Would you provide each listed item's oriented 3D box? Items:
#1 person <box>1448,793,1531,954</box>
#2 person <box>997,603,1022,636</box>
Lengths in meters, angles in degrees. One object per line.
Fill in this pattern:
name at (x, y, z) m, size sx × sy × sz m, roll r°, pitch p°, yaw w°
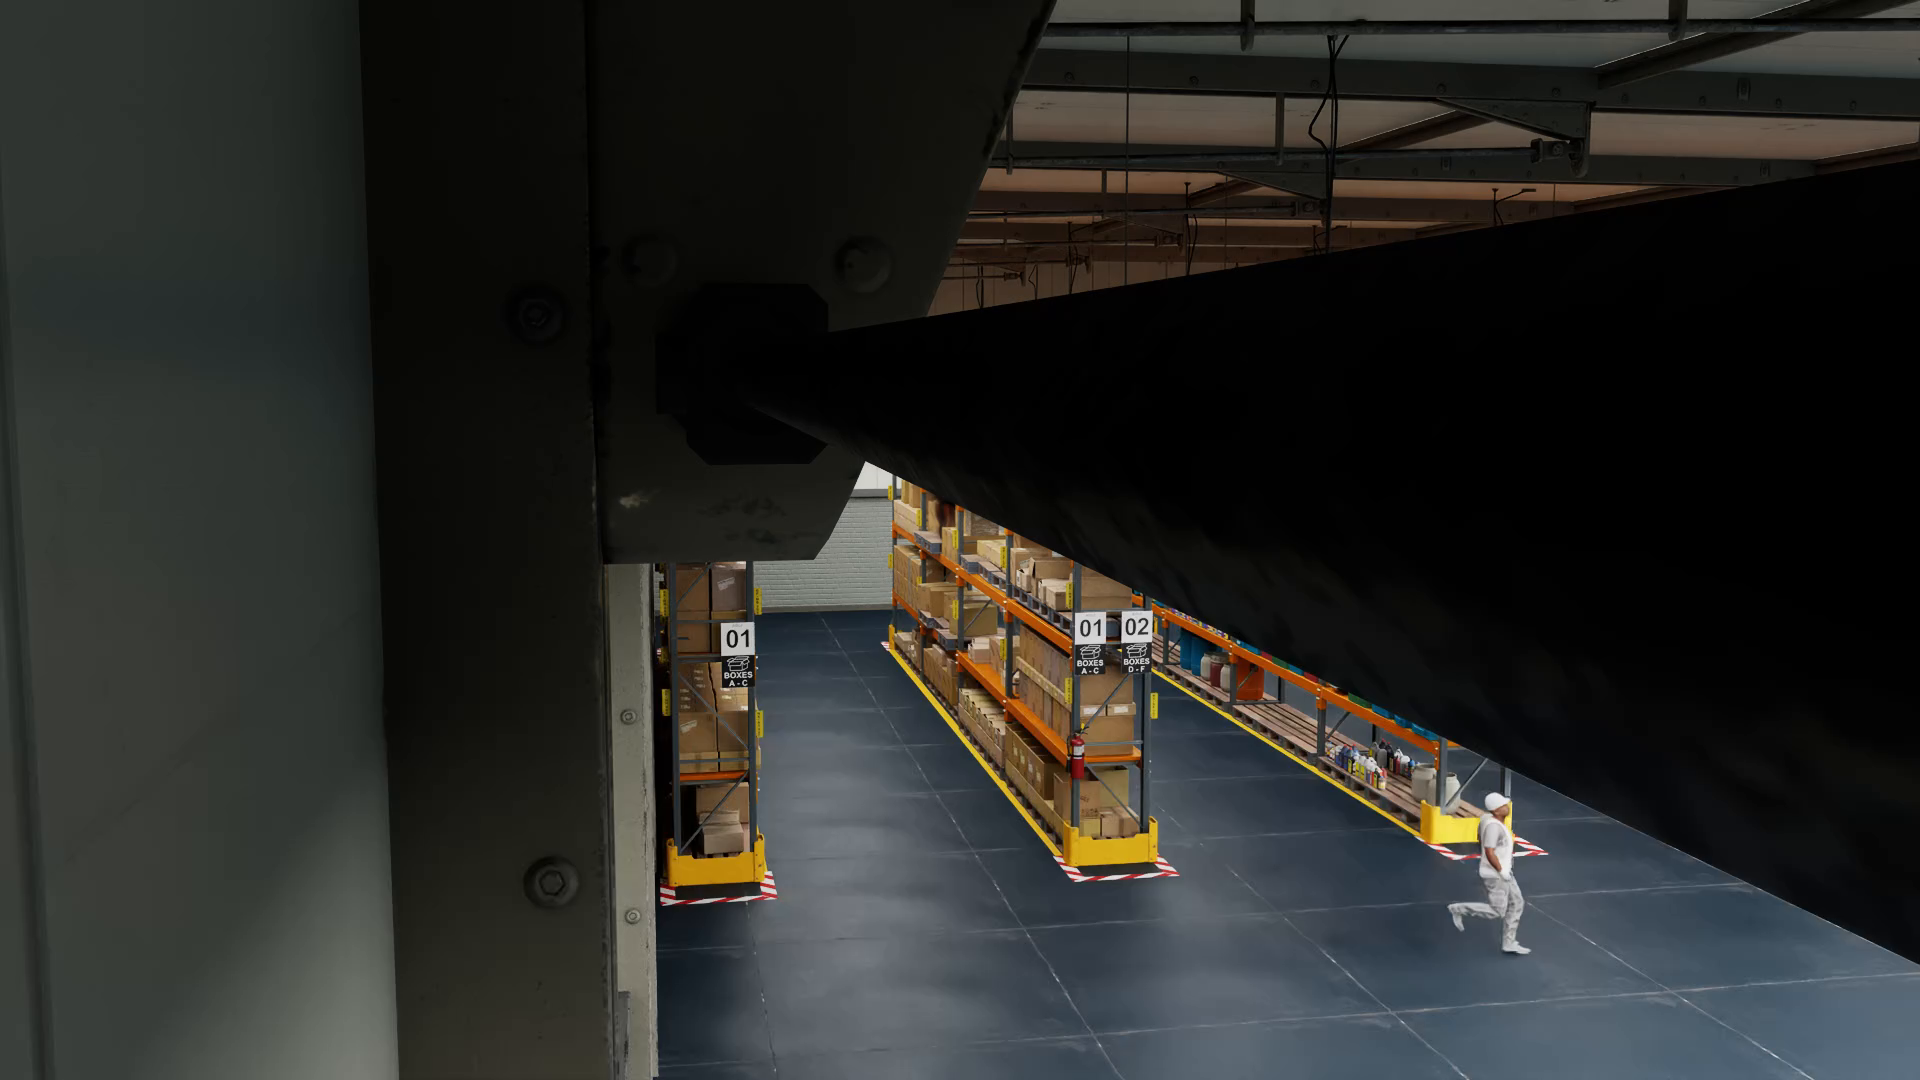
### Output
person at (5.698, 3.562, 17.828) m, size 0.865 × 1.739 × 0.676 m, roll 2°, pitch 7°, yaw 19°
person at (1.138, 1.601, 35.483) m, size 0.635 × 1.805 × 0.884 m, roll -3°, pitch 7°, yaw -26°
